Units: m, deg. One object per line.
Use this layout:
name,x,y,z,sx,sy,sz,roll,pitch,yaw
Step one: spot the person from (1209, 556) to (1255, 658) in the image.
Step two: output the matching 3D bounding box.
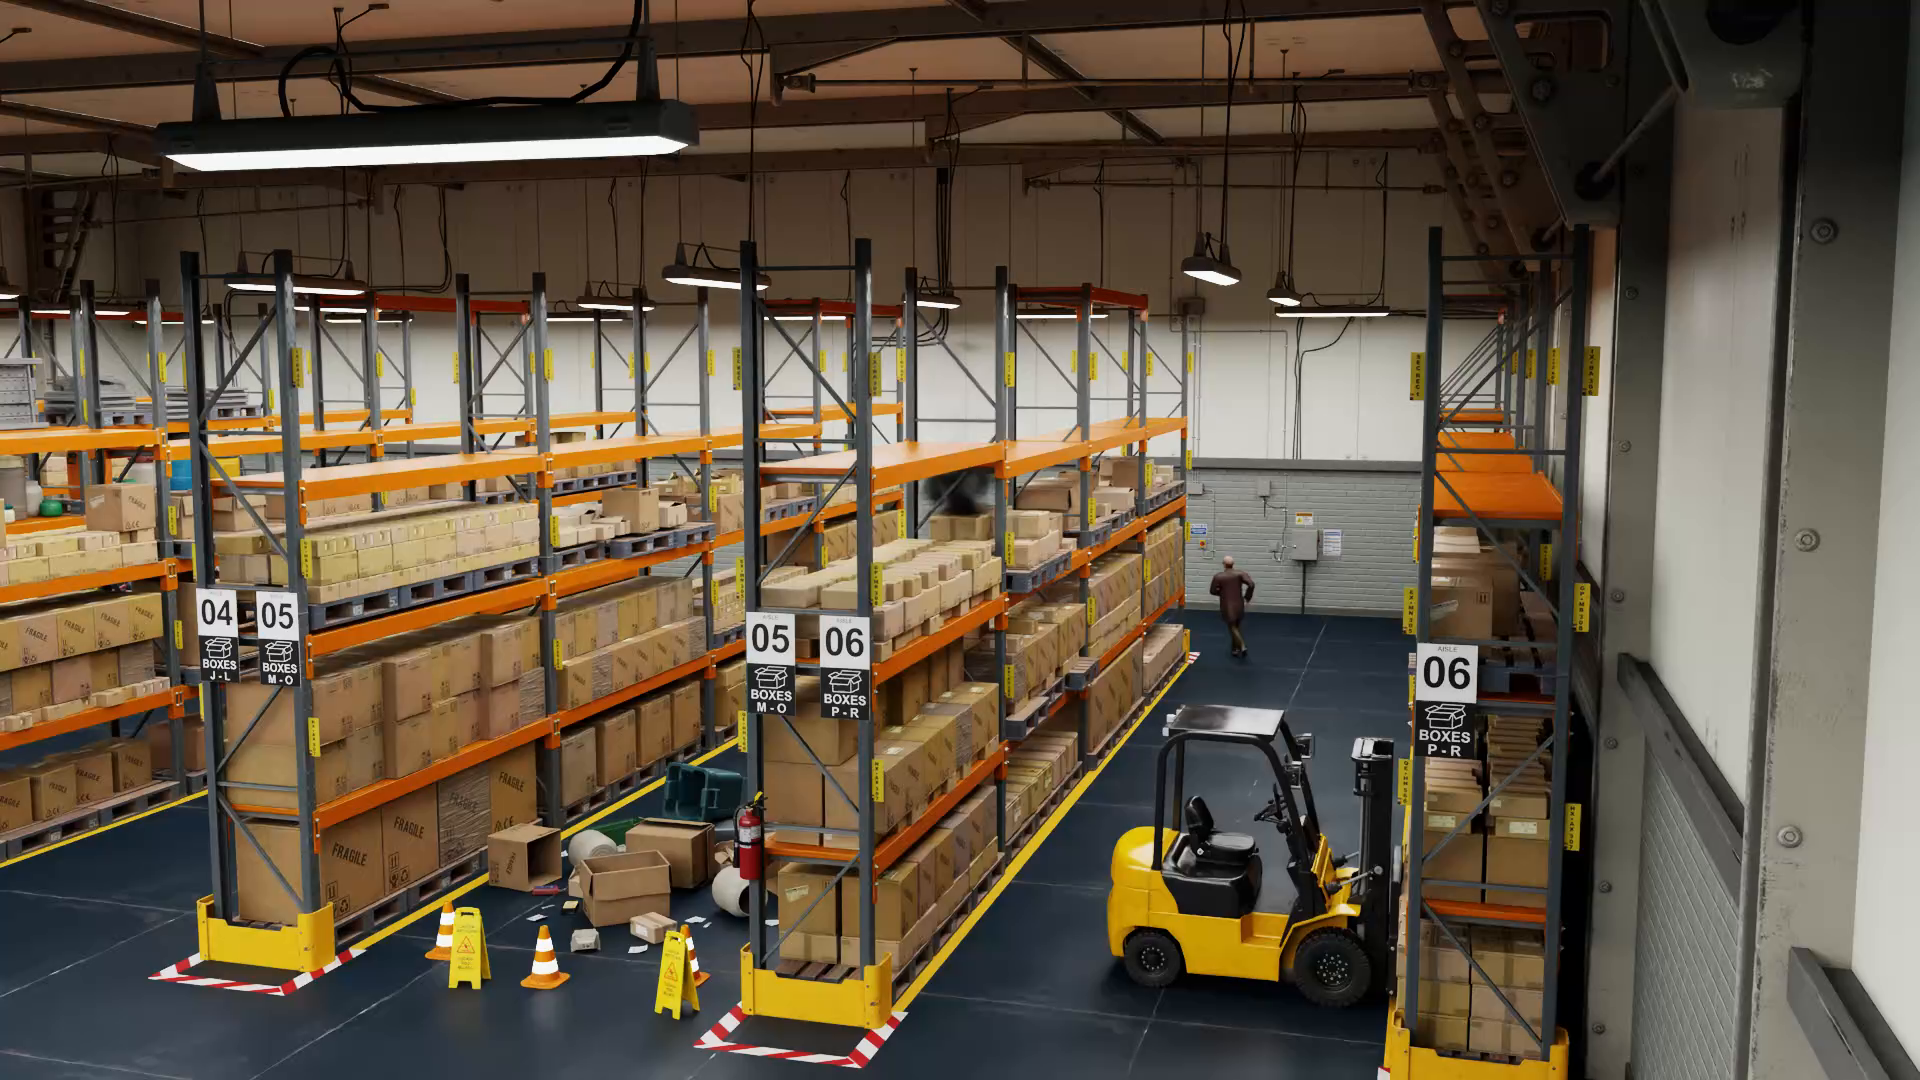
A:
person,4.570,1.154,28.105,0.713,1.788,0.918,-1,7,-11
